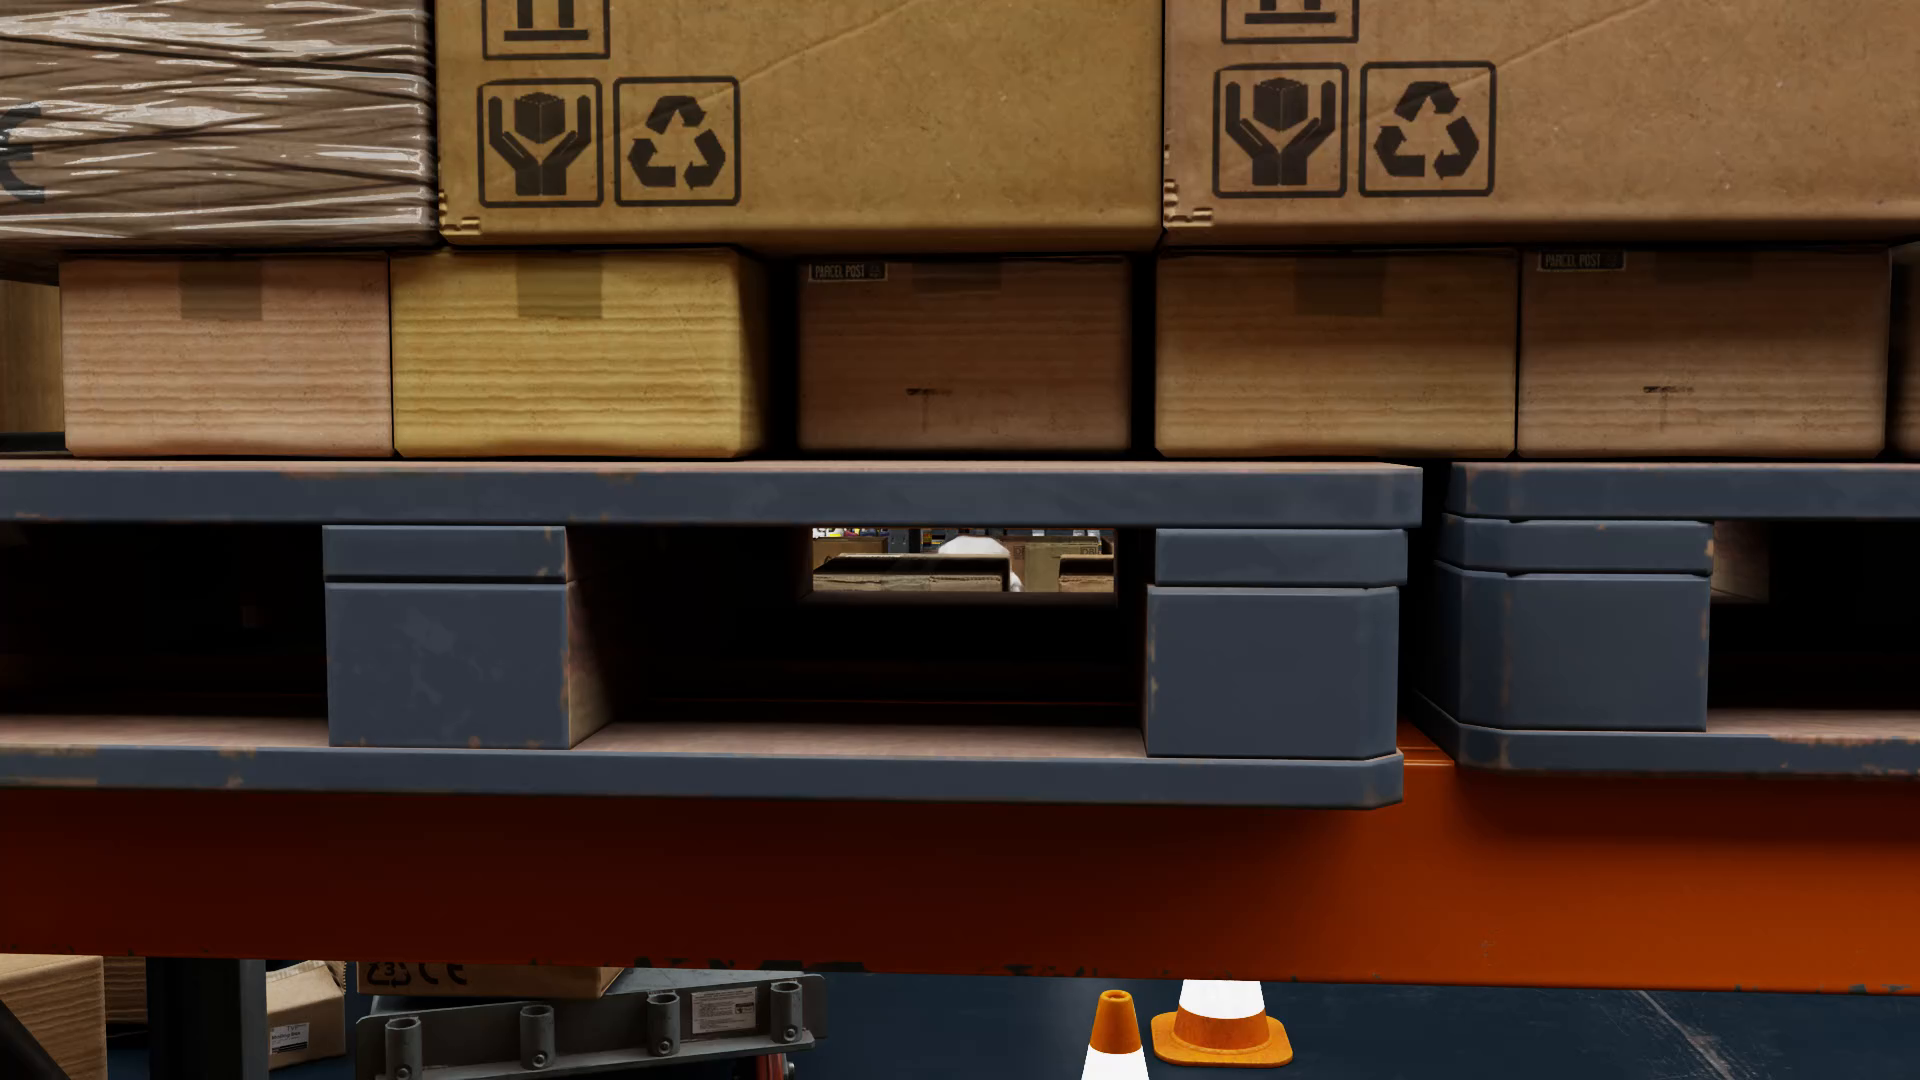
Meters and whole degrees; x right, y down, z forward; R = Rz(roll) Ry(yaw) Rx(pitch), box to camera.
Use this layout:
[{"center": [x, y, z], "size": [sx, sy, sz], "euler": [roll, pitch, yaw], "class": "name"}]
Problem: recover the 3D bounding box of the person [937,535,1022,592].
[{"center": [0.086, 0.442, 9.170], "size": [0.511, 0.907, 0.977], "euler": [0, 4, 1], "class": "person"}]
